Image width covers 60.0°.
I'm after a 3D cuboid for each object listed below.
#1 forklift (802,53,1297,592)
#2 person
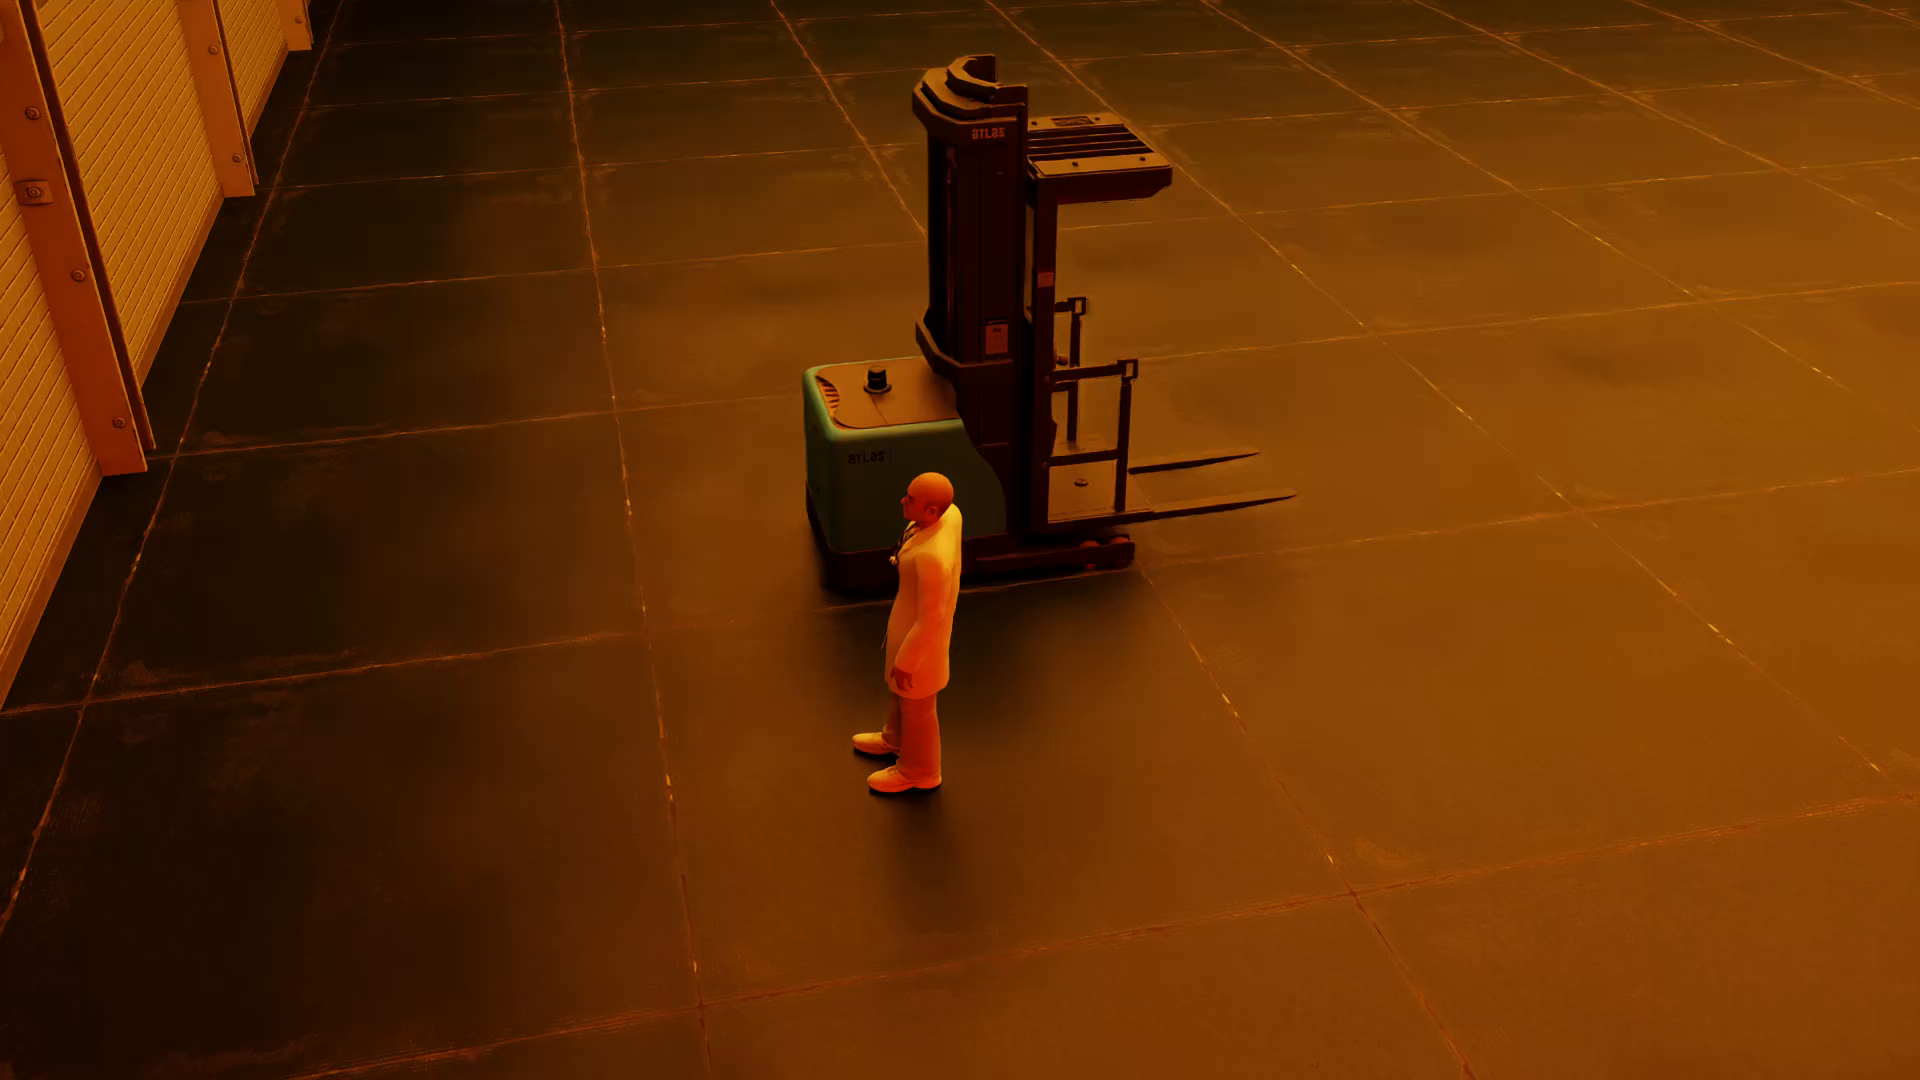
[{"bbox_3d":[0.592,-1.345,9.898,3.031,2.935,1.130,-7,31,-12],"label":"forklift"},{"bbox_3d":[-0.288,0.447,7.940,0.582,1.776,0.696,2,30,4],"label":"person"}]
